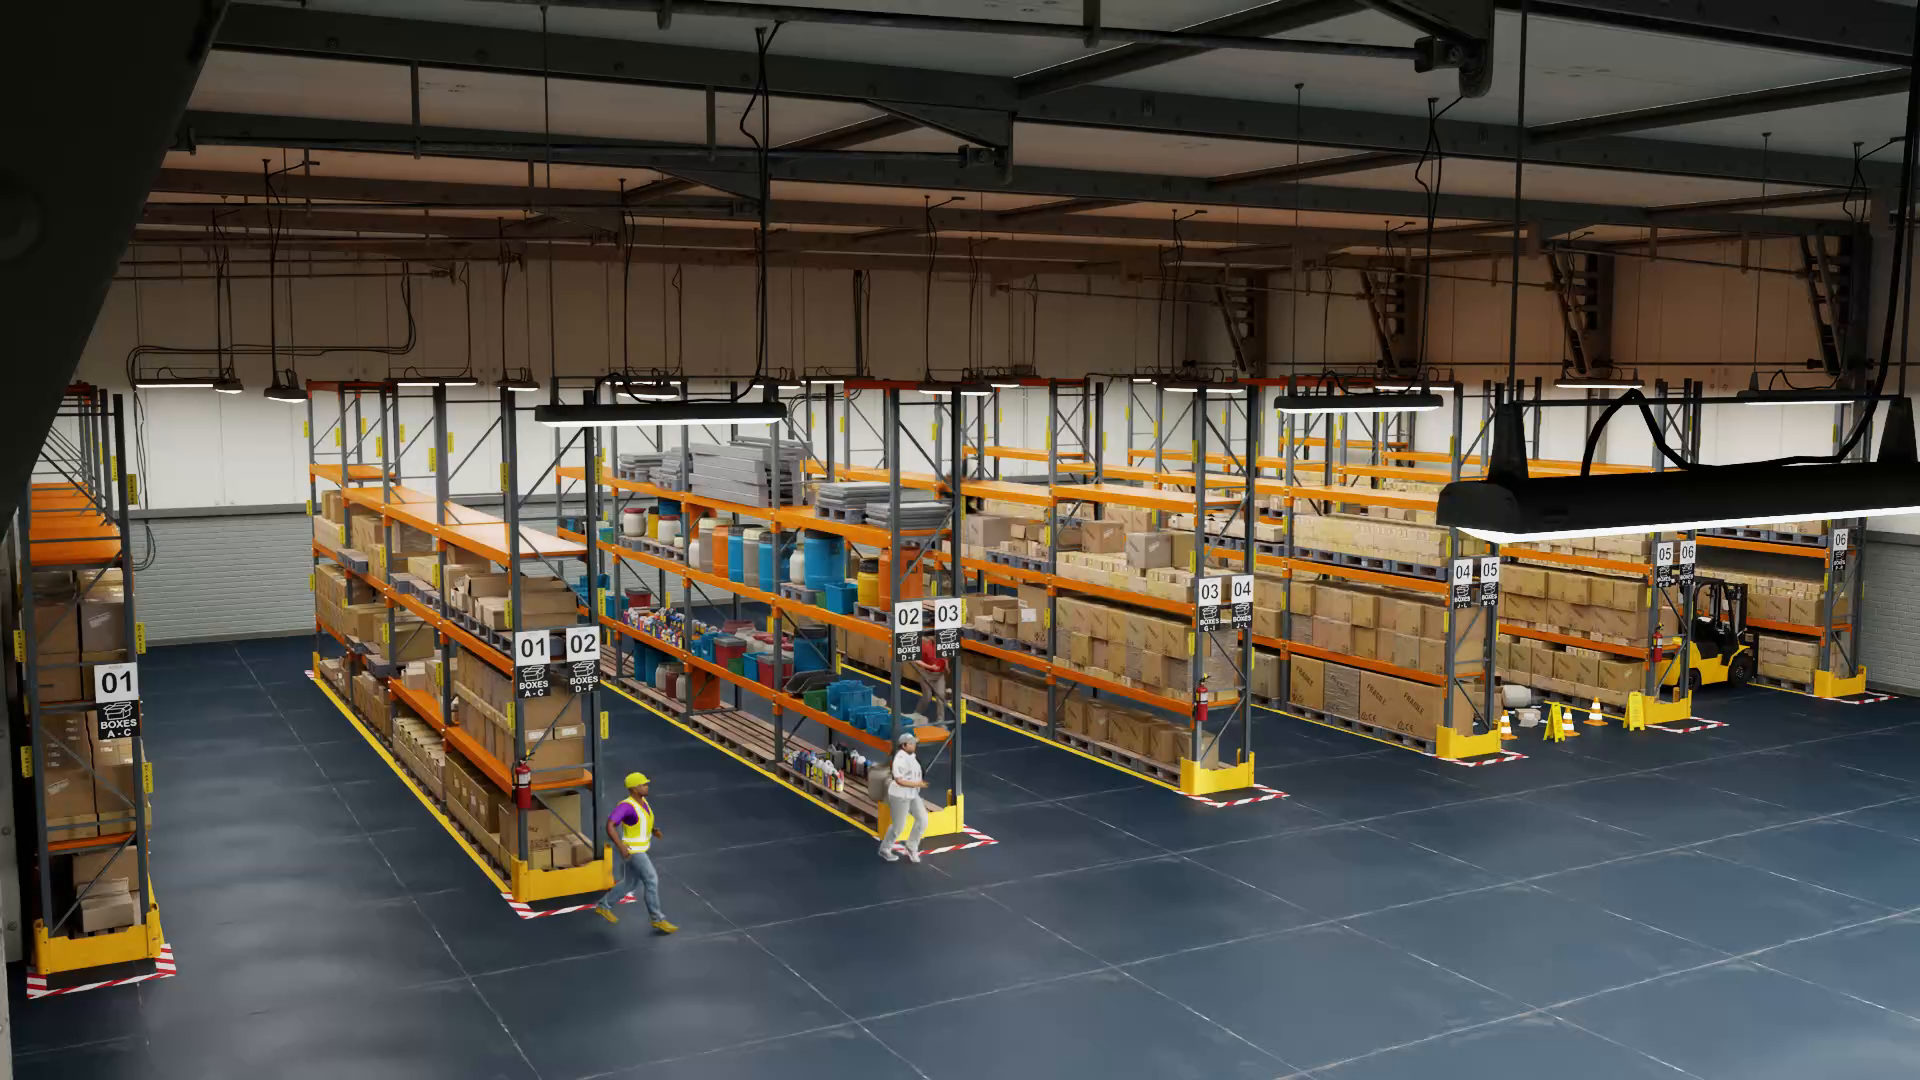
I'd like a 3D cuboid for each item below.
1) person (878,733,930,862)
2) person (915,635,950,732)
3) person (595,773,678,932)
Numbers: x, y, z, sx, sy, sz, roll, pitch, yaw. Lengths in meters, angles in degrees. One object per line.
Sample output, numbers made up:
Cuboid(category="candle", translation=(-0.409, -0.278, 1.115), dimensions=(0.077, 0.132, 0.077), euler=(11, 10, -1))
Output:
Cuboid(category="person", translation=(-0.683, 3.292, 21.091), dimensions=(0.714, 1.725, 0.621), euler=(3, 7, 25))
Cuboid(category="person", translation=(-0.473, 2.409, 28.863), dimensions=(0.683, 1.764, 0.872), euler=(-3, 7, -29))
Cuboid(category="person", translation=(-3.624, 3.474, 18.583), dimensions=(0.951, 1.767, 0.716), euler=(0, 6, 0))
